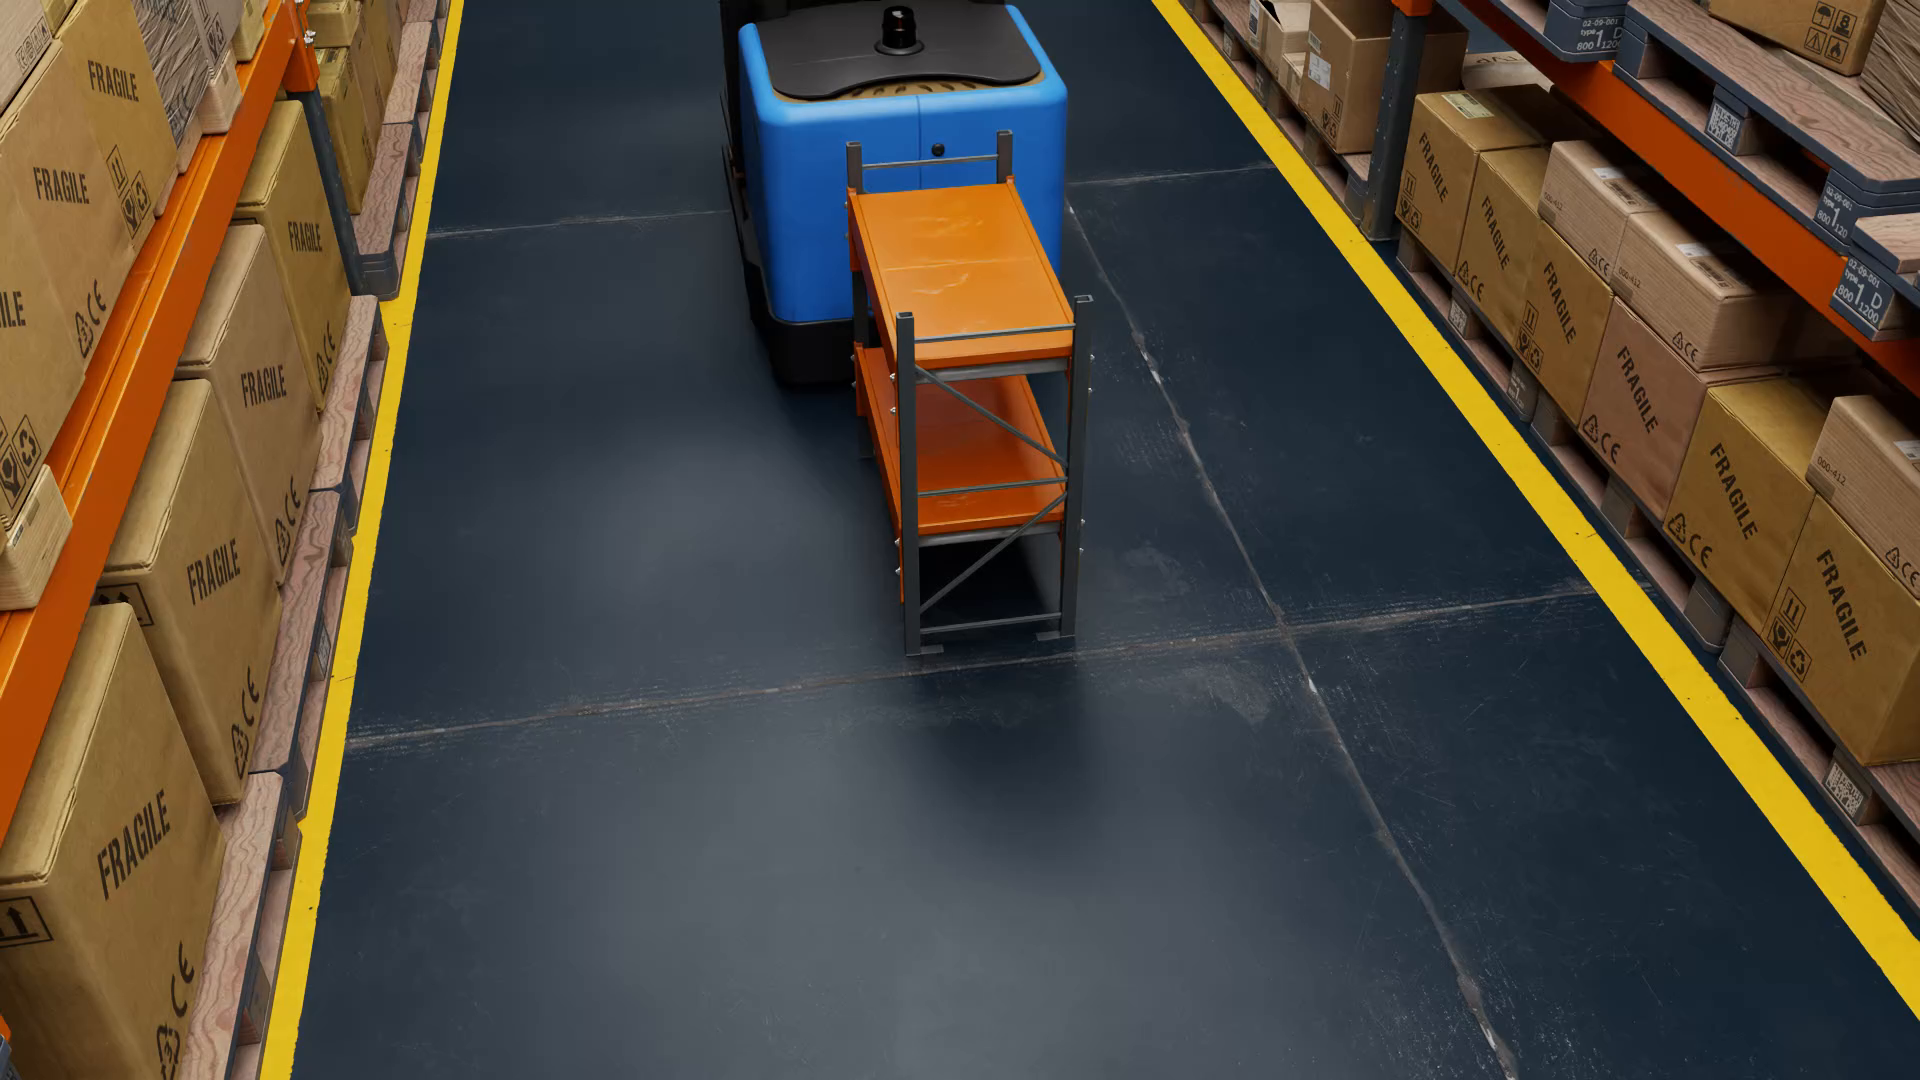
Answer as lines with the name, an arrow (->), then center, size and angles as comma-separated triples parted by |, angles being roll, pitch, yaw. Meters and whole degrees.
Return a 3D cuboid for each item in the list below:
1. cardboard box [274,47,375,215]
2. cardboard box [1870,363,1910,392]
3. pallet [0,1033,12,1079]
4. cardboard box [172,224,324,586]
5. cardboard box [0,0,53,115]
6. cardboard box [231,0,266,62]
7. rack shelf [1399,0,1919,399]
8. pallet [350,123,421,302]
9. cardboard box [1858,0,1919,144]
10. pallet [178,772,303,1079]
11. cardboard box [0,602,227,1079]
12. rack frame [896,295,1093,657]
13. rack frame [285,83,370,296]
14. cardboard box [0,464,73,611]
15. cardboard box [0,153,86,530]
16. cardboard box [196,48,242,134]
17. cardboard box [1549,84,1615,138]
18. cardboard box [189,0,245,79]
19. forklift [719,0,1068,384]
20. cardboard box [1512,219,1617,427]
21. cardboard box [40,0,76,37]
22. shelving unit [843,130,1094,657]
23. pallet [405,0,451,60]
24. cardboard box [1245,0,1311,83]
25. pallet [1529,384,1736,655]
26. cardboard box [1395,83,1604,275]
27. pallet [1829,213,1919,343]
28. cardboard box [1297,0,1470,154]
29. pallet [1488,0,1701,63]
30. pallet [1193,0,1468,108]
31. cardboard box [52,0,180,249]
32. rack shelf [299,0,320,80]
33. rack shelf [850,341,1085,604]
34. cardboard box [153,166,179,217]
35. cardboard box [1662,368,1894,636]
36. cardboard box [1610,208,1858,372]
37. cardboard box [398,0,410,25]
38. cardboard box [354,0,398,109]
cardboard box -> -2.748, -1.595, 6.554 | 0.700, 0.500, 0.500 | -6, 38, -7
cardboard box -> 2.881, -0.184, 4.721 | 0.500, 0.500, 0.500 | -7, 38, -9
pallet -> -1.786, 0.957, 1.730 | 1.213, 0.211, 1.003 | -6, 38, -8
cardboard box -> -2.317, -0.356, 4.673 | 0.750, 0.750, 0.750 | -5, 38, -7
cardboard box -> -2.028, -0.927, 3.047 | 0.500, 0.250, 0.500 | -6, 38, -8
cardboard box -> -2.312, -1.539, 4.974 | 0.380, 0.149, 0.250 | -6, 38, -7
rack shelf -> 2.509, -0.997, 4.675 | 1.077, 0.370, 4.000 | -6, 38, -8
pallet -> -2.774, -1.320, 6.778 | 1.003, 0.211, 1.213 | -6, 38, -8
cardboard box -> 2.666, -1.219, 3.951 | 0.700, 0.500, 0.500 | 0, 38, 1
pallet -> -2.080, 1.079, 3.689 | 1.003, 0.211, 1.213 | -6, 38, -8
cardboard box -> -2.016, 0.687, 3.331 | 0.750, 0.750, 0.750 | -7, 38, -9
rack frame -> 0.088, -0.141, 4.515 | 0.500, 1.125, 0.032 | -6, 38, -8
rack frame -> -2.717, -1.954, 5.320 | 1.000, 3.000, 0.127 | -6, 38, -8
cardboard box -> -1.845, 0.007, 2.985 | 0.380, 0.149, 0.250 | -5, 38, -7
cardboard box -> -1.932, -0.341, 2.904 | 0.500, 0.500, 0.500 | -5, 38, -6
cardboard box -> -2.207, -1.224, 4.570 | 0.380, 0.149, 0.250 | -6, 38, -8
cardboard box -> 2.527, -1.408, 6.297 | 0.500, 0.500, 0.500 | -6, 38, -8
cardboard box -> -2.289, -1.560, 4.473 | 0.500, 0.500, 0.500 | -6, 38, -8
forklift -> -0.418, -2.611, 6.222 | 1.130, 2.935, 3.031 | -7, 38, -9
cardboard box -> 2.188, -0.734, 5.428 | 0.500, 0.500, 0.500 | -6, 38, -7
cardboard box -> -2.124, -1.235, 3.443 | 0.500, 0.250, 0.500 | -7, 38, -9
shelving unit -> -0.001, -0.448, 4.910 | 0.538, 1.125, 1.048 | -6, 38, -8
pallet -> -3.202, -2.794, 8.675 | 1.003, 0.211, 1.213 | -6, 38, -8
cardboard box -> 1.648, -2.368, 7.686 | 0.500, 0.311, 0.500 | -6, 38, -8
pallet -> 2.556, -0.162, 5.287 | 1.003, 0.211, 1.213 | -6, 38, -8
cardboard box -> 2.004, -1.357, 6.231 | 0.500, 0.500, 0.500 | -8, 39, -10
pallet -> 2.672, -0.399, 3.475 | 1.213, 0.211, 1.003 | -6, 38, -8
cardboard box -> 1.780, -1.989, 7.044 | 0.500, 0.500, 0.500 | -6, 38, -8
pallet -> 2.191, -1.919, 5.431 | 1.003, 0.211, 1.213 | -6, 38, -8
pallet -> 1.822, -2.541, 8.349 | 1.003, 0.211, 1.213 | -6, 38, -8
cardboard box -> -2.117, -0.955, 3.693 | 0.500, 0.500, 0.500 | -5, 38, -7
rack shelf -> -3.068, -2.878, 7.096 | 1.077, 0.370, 4.000 | -6, 38, -8
rack shelf -> -0.001, -0.255, 5.060 | 0.538, 0.278, 1.000 | -6, 38, -8
cardboard box -> -2.200, -0.917, 4.174 | 0.380, 0.149, 0.250 | -7, 38, -9
cardboard box -> 2.375, -0.112, 4.628 | 0.500, 0.500, 0.500 | -8, 38, -10
cardboard box -> 2.268, -0.746, 4.833 | 0.500, 0.250, 0.500 | -7, 38, -9
cardboard box -> -3.110, -2.834, 8.149 | 0.700, 0.500, 0.500 | -6, 38, -8
cardboard box -> -2.920, -2.209, 7.344 | 0.700, 0.500, 0.500 | -5, 38, -7
